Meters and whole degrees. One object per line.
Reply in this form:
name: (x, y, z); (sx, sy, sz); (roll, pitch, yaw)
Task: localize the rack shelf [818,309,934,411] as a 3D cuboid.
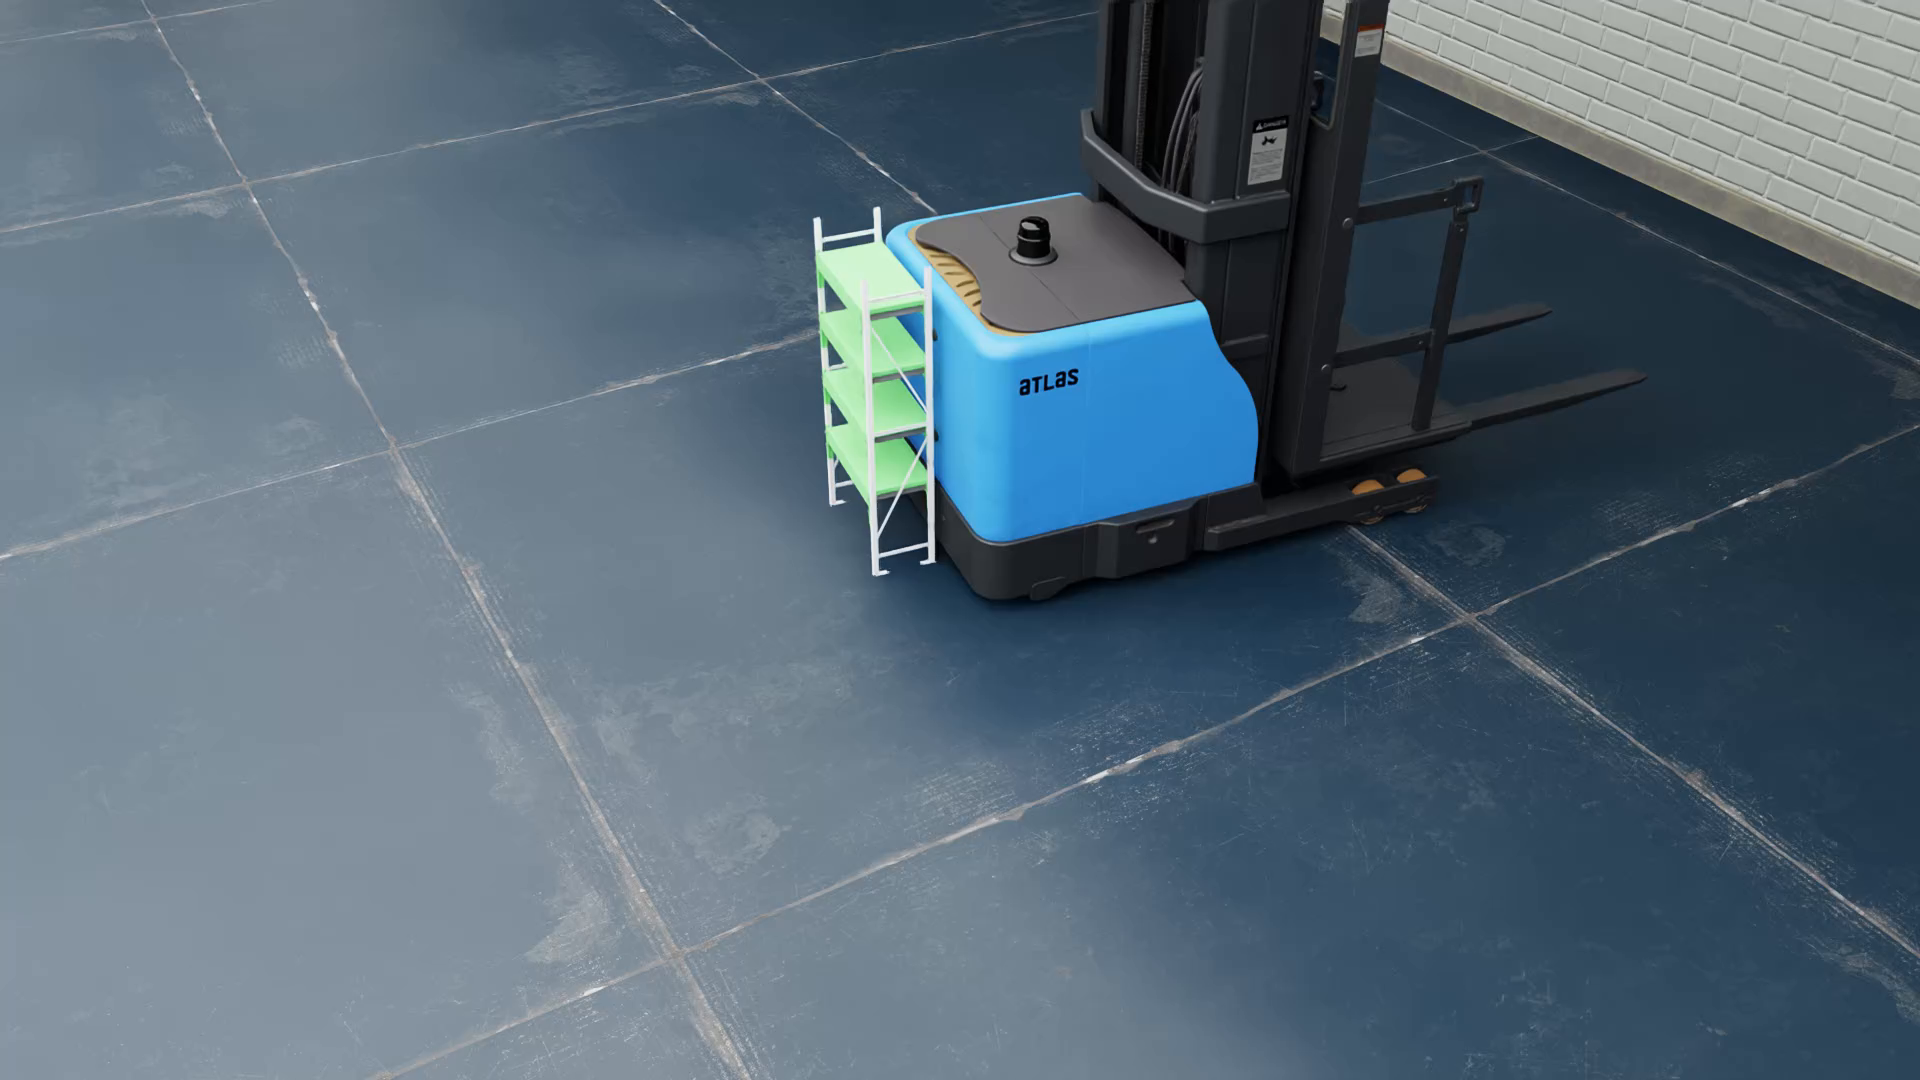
rack shelf: (-0.299, -0.656, 5.832); (0.258, 0.148, 0.480); (-14, 38, -18)

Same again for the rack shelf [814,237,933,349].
rack shelf: (-0.299, -0.849, 5.690); (0.258, 0.148, 0.480); (-14, 38, -18)

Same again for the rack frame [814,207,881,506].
rack frame: (-0.391, -0.647, 6.118); (0.240, 1.200, 0.015); (-14, 38, -18)

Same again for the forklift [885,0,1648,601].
forklift: (1.286, -1.519, 5.845); (3.031, 2.935, 1.130); (-14, 38, -18)

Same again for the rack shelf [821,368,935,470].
rack shelf: (-0.298, -0.462, 5.973); (0.258, 0.148, 0.480); (-14, 38, -18)

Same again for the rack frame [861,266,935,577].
rack frame: (-0.206, -0.380, 5.753); (0.240, 1.200, 0.015); (-14, 38, -18)

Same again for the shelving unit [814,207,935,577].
shelving unit: (-0.298, -0.514, 5.936); (0.258, 1.200, 0.503); (-14, 38, -18)

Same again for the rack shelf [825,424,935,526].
rack shelf: (-0.298, -0.268, 6.115); (0.258, 0.148, 0.480); (-14, 38, -18)
